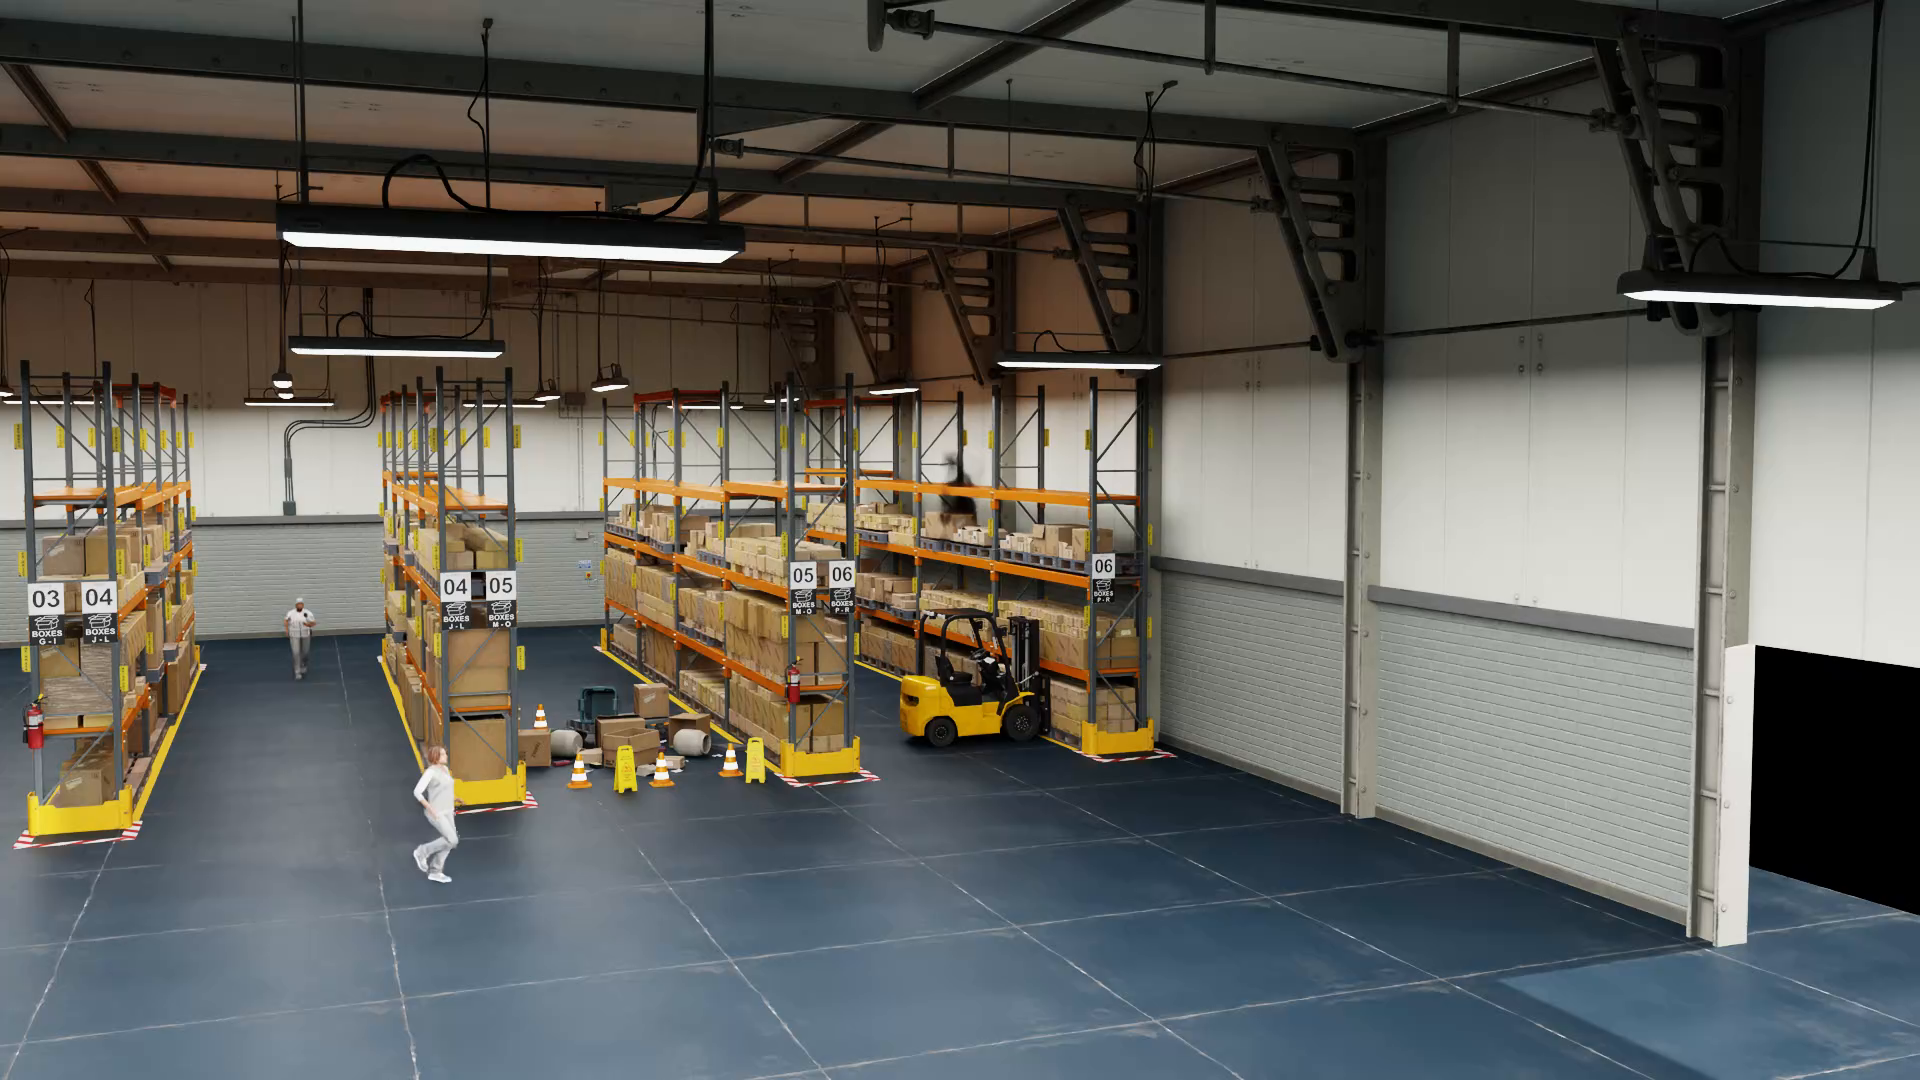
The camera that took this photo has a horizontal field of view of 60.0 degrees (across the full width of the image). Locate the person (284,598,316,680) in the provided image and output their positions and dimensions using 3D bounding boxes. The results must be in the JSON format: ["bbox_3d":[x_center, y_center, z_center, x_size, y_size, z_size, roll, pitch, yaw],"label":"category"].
[{"bbox_3d":[-13.873,2.049,34.970,0.601,1.667,0.933,-2,4,-27],"label":"person"}]

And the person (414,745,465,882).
[{"bbox_3d":[-5.891,3.100,18.825,0.545,1.559,0.535,1,3,10],"label":"person"}]
